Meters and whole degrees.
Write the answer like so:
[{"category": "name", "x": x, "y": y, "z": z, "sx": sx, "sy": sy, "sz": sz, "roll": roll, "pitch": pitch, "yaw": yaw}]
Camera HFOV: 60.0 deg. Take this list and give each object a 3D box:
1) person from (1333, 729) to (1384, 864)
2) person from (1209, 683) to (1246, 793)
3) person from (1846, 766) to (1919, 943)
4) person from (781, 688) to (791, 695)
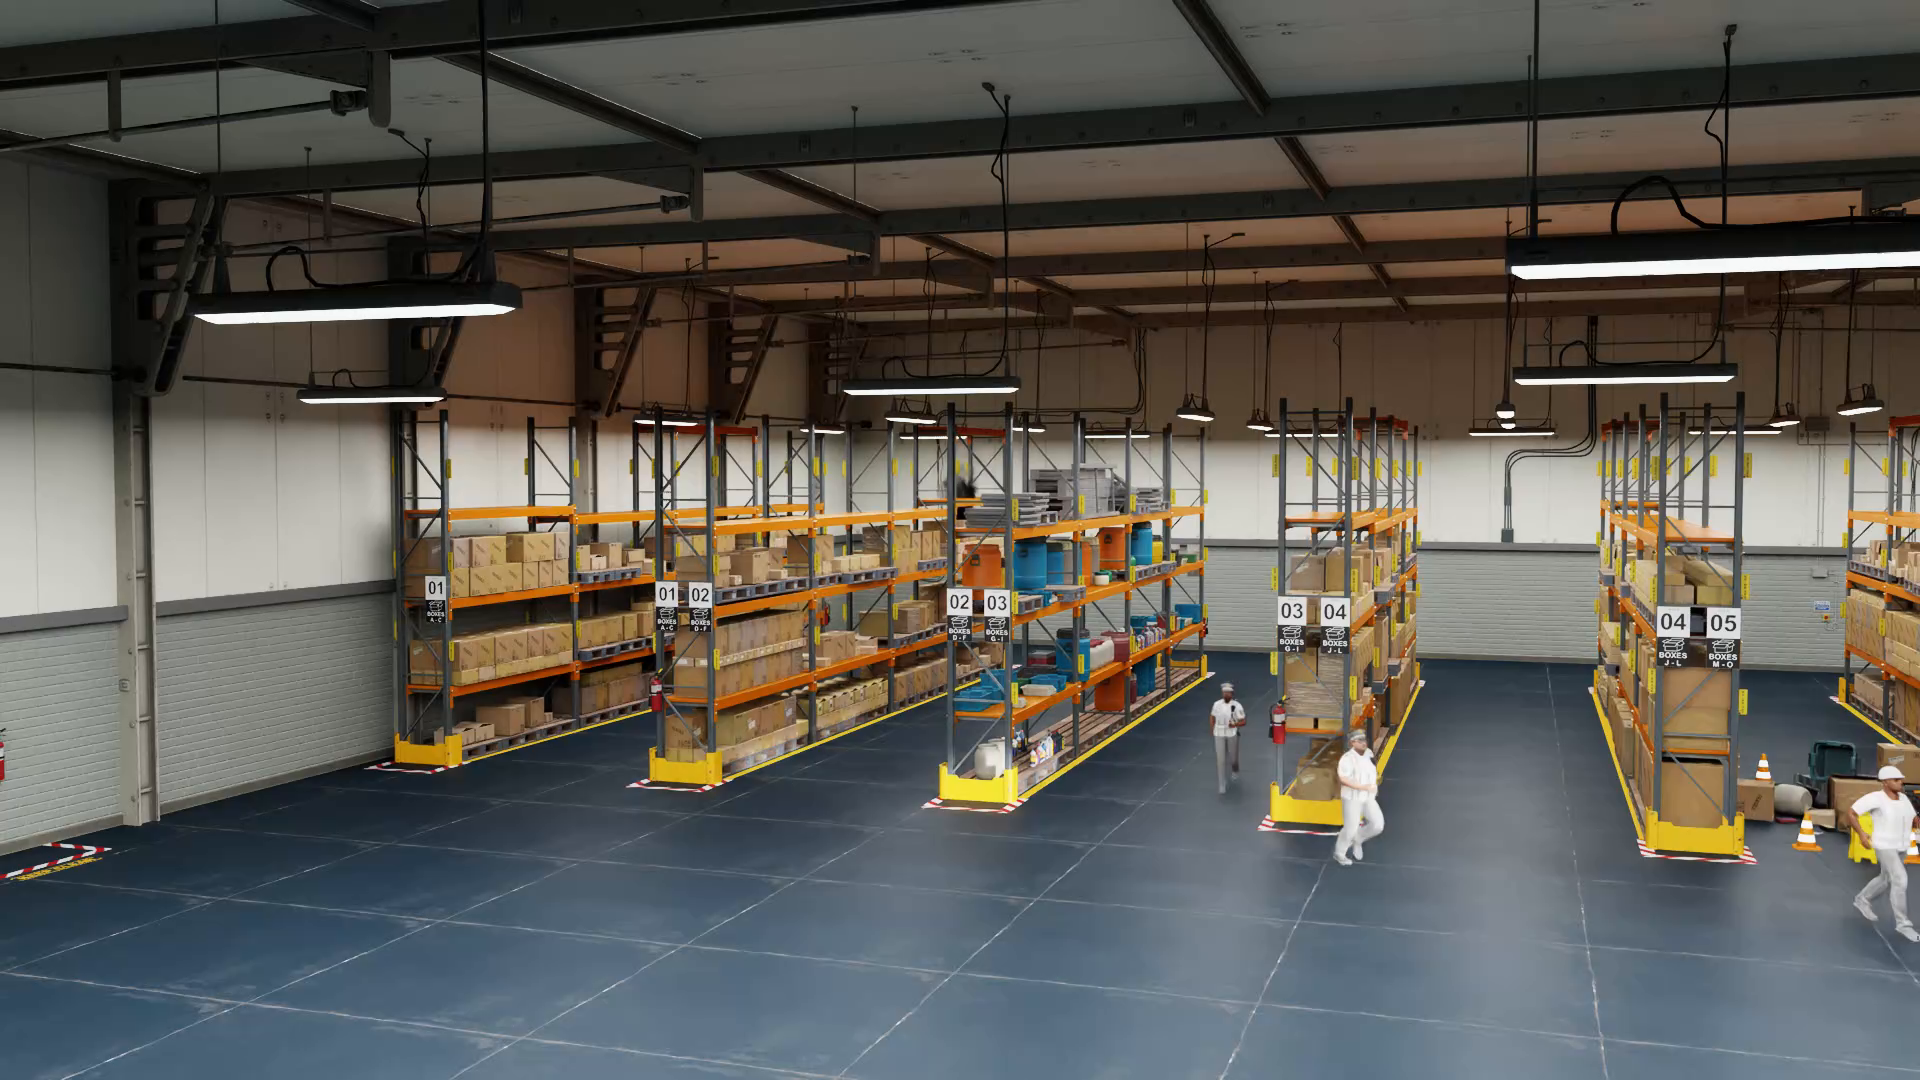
[{"category": "person", "x": 5.039, "y": 3.227, "z": 20.884, "sx": 0.687, "sy": 1.740, "sz": 0.772, "roll": -1, "pitch": 3, "yaw": -25}, {"category": "person", "x": 4.152, "y": 3.052, "z": 25.867, "sx": 0.588, "sy": 1.663, "sz": 0.851, "roll": 1, "pitch": 3, "yaw": 17}, {"category": "person", "x": 10.011, "y": 3.327, "z": 17.894, "sx": 0.688, "sy": 1.786, "sz": 0.919, "roll": -1, "pitch": 3, "yaw": -25}, {"category": "person", "x": -3.732, "y": 2.588, "z": 35.477, "sx": 0.690, "sy": 1.771, "sz": 1.042, "roll": 1, "pitch": 3, "yaw": 13}]
